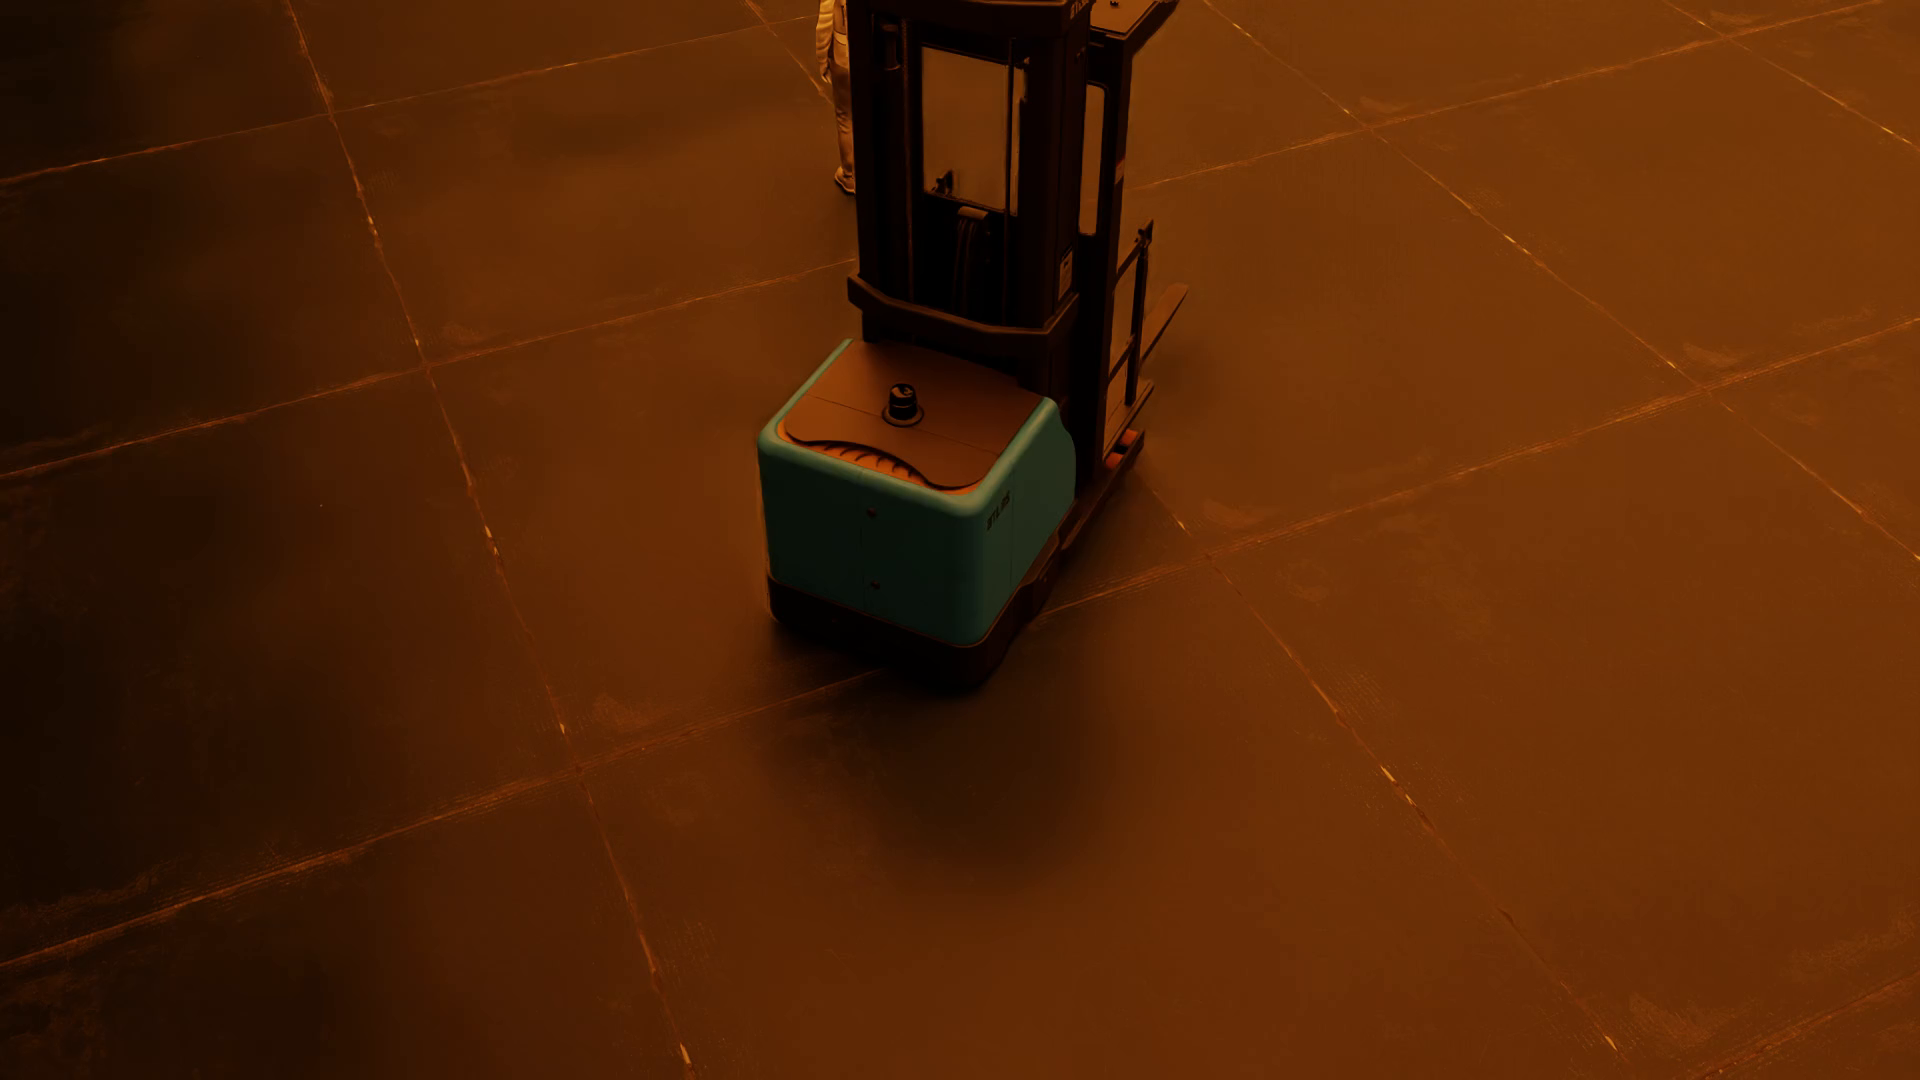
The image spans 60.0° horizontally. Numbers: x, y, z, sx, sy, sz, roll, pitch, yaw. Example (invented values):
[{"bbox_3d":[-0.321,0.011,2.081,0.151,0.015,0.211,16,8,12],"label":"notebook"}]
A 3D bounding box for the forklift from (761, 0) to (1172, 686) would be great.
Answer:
[{"bbox_3d":[0.235,-1.466,7.251,1.130,2.935,3.031,17,46,17],"label":"forklift"}]

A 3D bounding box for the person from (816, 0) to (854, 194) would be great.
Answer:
[{"bbox_3d":[-0.567,-2.778,9.589,0.529,1.663,0.374,-7,43,-8],"label":"person"}]
